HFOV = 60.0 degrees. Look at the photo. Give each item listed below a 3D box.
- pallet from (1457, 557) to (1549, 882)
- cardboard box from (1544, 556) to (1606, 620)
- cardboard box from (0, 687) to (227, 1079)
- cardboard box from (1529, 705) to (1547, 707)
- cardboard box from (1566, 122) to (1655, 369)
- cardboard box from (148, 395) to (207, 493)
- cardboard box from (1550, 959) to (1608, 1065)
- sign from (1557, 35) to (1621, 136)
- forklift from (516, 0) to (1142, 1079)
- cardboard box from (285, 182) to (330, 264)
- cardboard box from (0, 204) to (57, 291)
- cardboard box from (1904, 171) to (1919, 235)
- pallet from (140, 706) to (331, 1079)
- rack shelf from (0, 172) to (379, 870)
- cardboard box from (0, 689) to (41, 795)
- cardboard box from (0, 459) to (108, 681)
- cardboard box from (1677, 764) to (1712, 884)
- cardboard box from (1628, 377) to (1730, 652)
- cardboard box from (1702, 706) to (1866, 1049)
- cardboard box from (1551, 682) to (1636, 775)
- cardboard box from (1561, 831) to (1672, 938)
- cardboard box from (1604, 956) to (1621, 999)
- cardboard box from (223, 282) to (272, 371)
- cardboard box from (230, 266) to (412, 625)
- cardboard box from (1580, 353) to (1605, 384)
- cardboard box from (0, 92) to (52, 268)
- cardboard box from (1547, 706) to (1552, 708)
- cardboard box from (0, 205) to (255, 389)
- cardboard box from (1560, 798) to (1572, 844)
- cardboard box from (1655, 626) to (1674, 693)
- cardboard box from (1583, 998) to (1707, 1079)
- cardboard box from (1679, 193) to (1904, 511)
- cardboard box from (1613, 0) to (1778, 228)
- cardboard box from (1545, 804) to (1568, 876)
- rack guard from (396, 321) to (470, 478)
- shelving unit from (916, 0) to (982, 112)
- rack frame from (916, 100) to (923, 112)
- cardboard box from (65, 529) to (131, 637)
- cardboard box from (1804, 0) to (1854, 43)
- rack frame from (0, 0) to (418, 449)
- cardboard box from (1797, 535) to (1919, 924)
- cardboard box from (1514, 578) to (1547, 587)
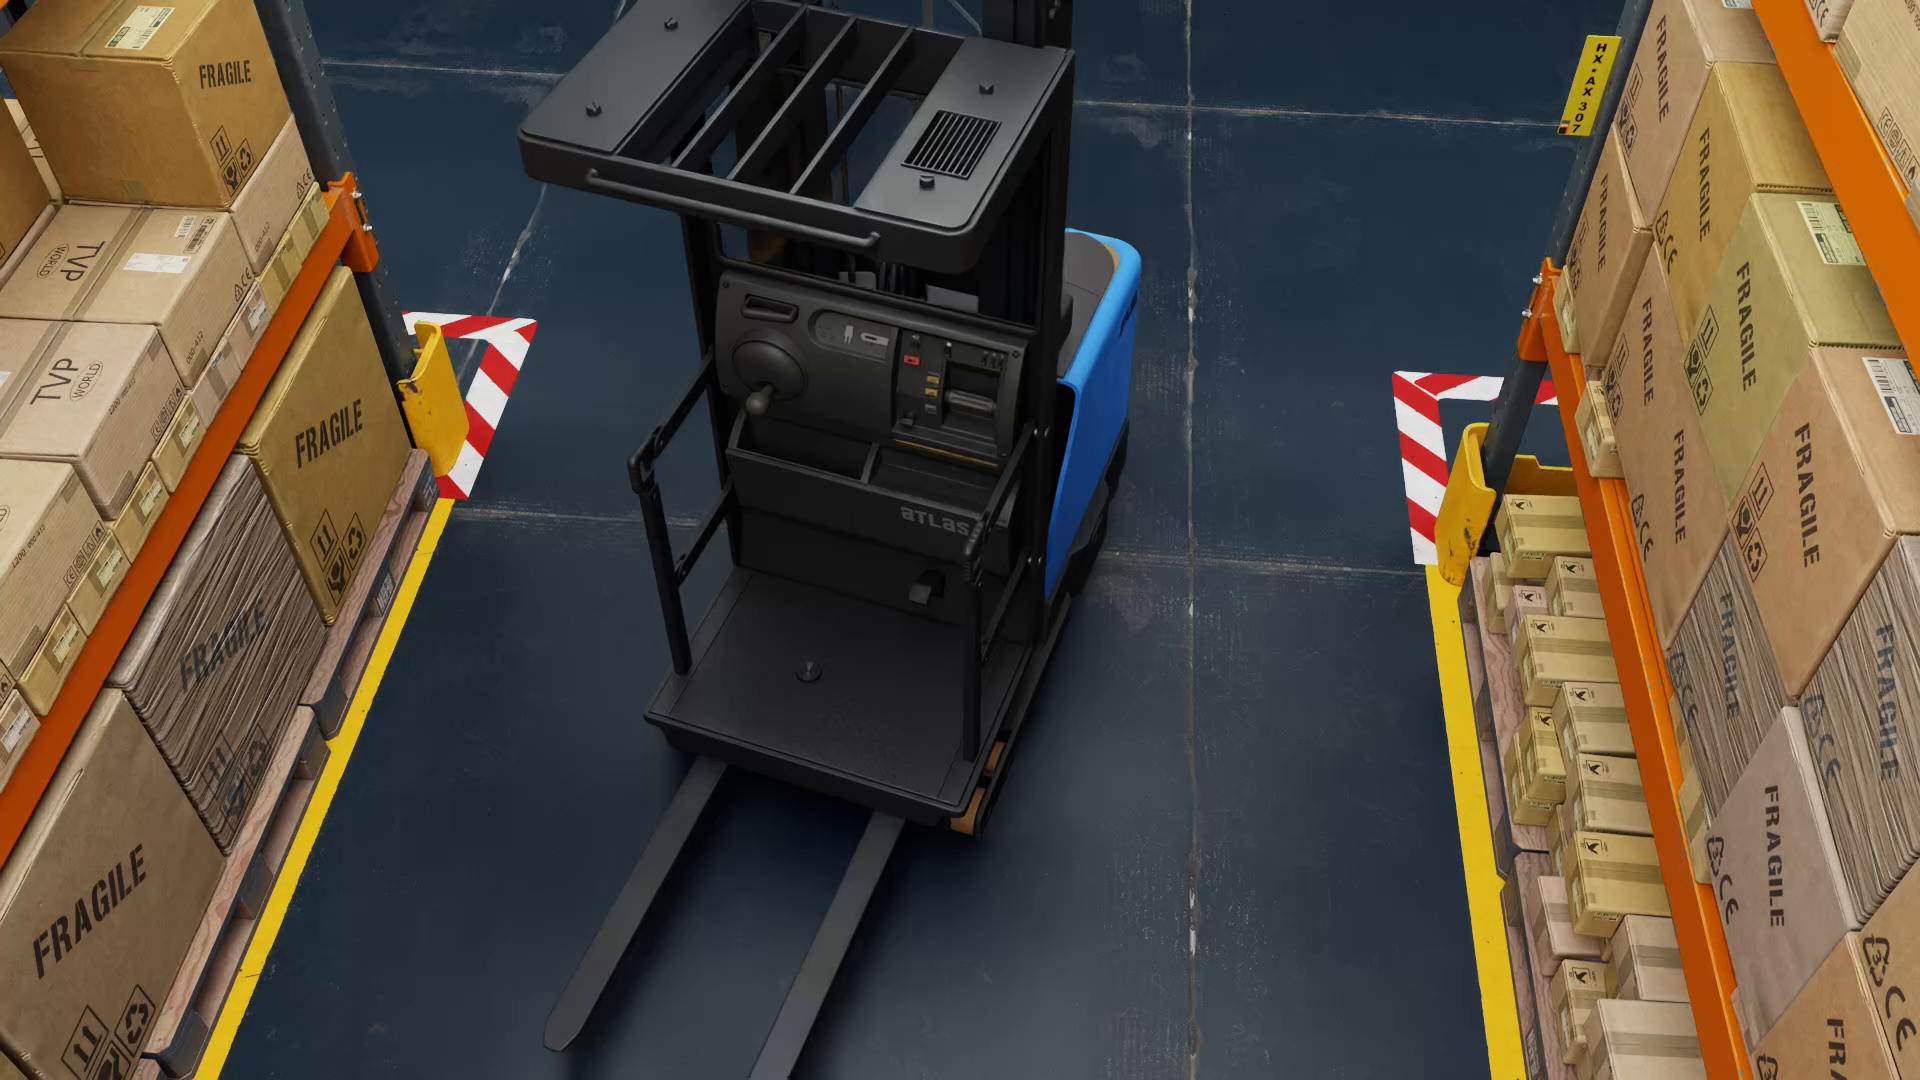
[{"bbox_3d":[2.255,0.602,5.556,1.003,0.211,1.213,4,48,4],"label":"pallet"},{"bbox_3d":[2.080,0.203,5.276,0.380,0.149,0.250,5,48,4],"label":"cardboard box"},{"bbox_3d":[-2.701,0.977,4.479,0.875,0.875,0.875,4,48,4],"label":"cardboard box"},{"bbox_3d":[2.047,0.575,5.338,0.380,0.149,0.250,4,48,4],"label":"cardboard box"},{"bbox_3d":[2.055,-0.812,4.691,0.500,0.500,0.500,6,48,5],"label":"cardboard box"},{"bbox_3d":[-2.355,-0.278,4.642,0.380,0.149,0.250,3,48,3],"label":"cardboard box"},{"bbox_3d":[1.877,1.332,4.646,0.380,0.149,0.250,4,48,4],"label":"cardboard box"},{"bbox_3d":[1.831,-1.318,4.836,0.100,0.325,0.005,4,48,4],"label":"sign"},{"bbox_3d":[-0.339,-0.389,4.620,1.130,2.935,3.031,15,49,13],"label":"forklift"},{"bbox_3d":[-2.263,-1.028,5.328,0.380,0.149,0.250,5,48,4],"label":"cardboard box"},{"bbox_3d":[-2.912,-0.730,4.785,0.500,0.250,0.500,3,48,3],"label":"cardboard box"},{"bbox_3d":[1.932,-0.494,2.738,0.500,0.250,0.500,4,48,3],"label":"cardboard box"},{"bbox_3d":[-2.667,1.031,5.164,1.003,0.211,1.213,4,48,4],"label":"pallet"},{"bbox_3d":[-2.741,0.315,4.416,1.077,0.370,4.000,4,48,4],"label":"rack shelf"},{"bbox_3d":[-2.447,0.480,3.949,0.380,0.149,0.250,4,48,4],"label":"cardboard box"},{"bbox_3d":[-2.475,0.057,4.065,0.500,0.250,0.500,4,48,4],"label":"cardboard box"},{"bbox_3d":[1.871,0.656,3.788,0.380,0.149,0.250,5,48,4],"label":"cardboard box"},{"bbox_3d":[1.975,-0.058,4.001,0.500,0.500,0.500,4,48,4],"label":"cardboard box"},{"bbox_3d":[1.865,0.695,3.313,0.500,0.500,0.500,4,48,3],"label":"cardboard box"},{"bbox_3d":[1.989,0.568,4.942,0.380,0.149,0.250,2,48,2],"label":"cardboard box"},{"bbox_3d":[1.885,0.961,4.582,0.380,0.149,0.250,5,48,4],"label":"cardboard box"},{"bbox_3d":[1.974,1.264,4.507,0.380,0.149,0.250,6,48,5],"label":"cardboard box"},{"bbox_3d":[-2.309,-0.652,4.984,0.380,0.149,0.250,4,48,4],"label":"cardboard box"},{"bbox_3d":[-2.537,-0.346,5.689,0.875,0.875,0.875,4,48,4],"label":"cardboard box"},{"bbox_3d":[2.034,-0.499,4.843,0.380,0.149,0.250,5,48,5],"label":"cardboard box"},{"bbox_3d":[-2.917,-0.998,4.522,0.500,0.500,0.500,3,48,3],"label":"cardboard box"},{"bbox_3d":[2.053,0.482,5.222,0.380,0.149,0.250,4,48,4],"label":"cardboard box"},{"bbox_3d":[-2.385,-0.700,4.758,0.500,0.250,0.500,3,48,3],"label":"cardboard box"},{"bbox_3d":[1.992,0.864,4.872,0.380,0.149,0.250,2,48,2],"label":"cardboard box"},{"bbox_3d":[1.969,0.272,4.138,0.380,0.149,0.250,3,48,3],"label":"cardboard box"},{"bbox_3d":[1.826,1.327,4.247,0.380,0.149,0.250,2,48,2],"label":"cardboard box"},{"bbox_3d":[1.957,-0.397,3.633,0.500,0.500,0.500,3,48,3],"label":"cardboard box"},{"bbox_3d":[2.066,-1.149,4.321,0.500,0.500,0.500,4,48,3],"label":"cardboard box"},{"bbox_3d":[1.986,0.950,4.996,0.380,0.149,0.250,4,48,4],"label":"cardboard box"},{"bbox_3d":[-2.556,-0.571,6.433,1.175,0.500,0.348,4,48,4],"label":"rack guard"},{"bbox_3d":[0.099,-1.455,6.564,0.587,1.500,1.083,0,48,0],"label":"shelving unit"},{"bbox_3d":[0.098,-1.073,6.215,0.500,1.500,0.032,0,48,0],"label":"rack frame"},{"bbox_3d":[-2.403,0.095,4.301,0.380,0.149,0.250,5,48,4],"label":"cardboard box"},{"bbox_3d":[2.024,-1.252,3.431,0.500,0.250,0.500,5,48,5],"label":"cardboard box"},{"bbox_3d":[-2.559,-1.397,5.495,1.000,3.000,0.127,4,48,4],"label":"rack frame"},{"bbox_3d":[1.883,0.360,2.941,0.500,0.500,0.500,5,48,5],"label":"cardboard box"},{"bbox_3d":[2.068,0.099,5.573,0.380,0.149,0.250,6,48,5],"label":"cardboard box"}]
